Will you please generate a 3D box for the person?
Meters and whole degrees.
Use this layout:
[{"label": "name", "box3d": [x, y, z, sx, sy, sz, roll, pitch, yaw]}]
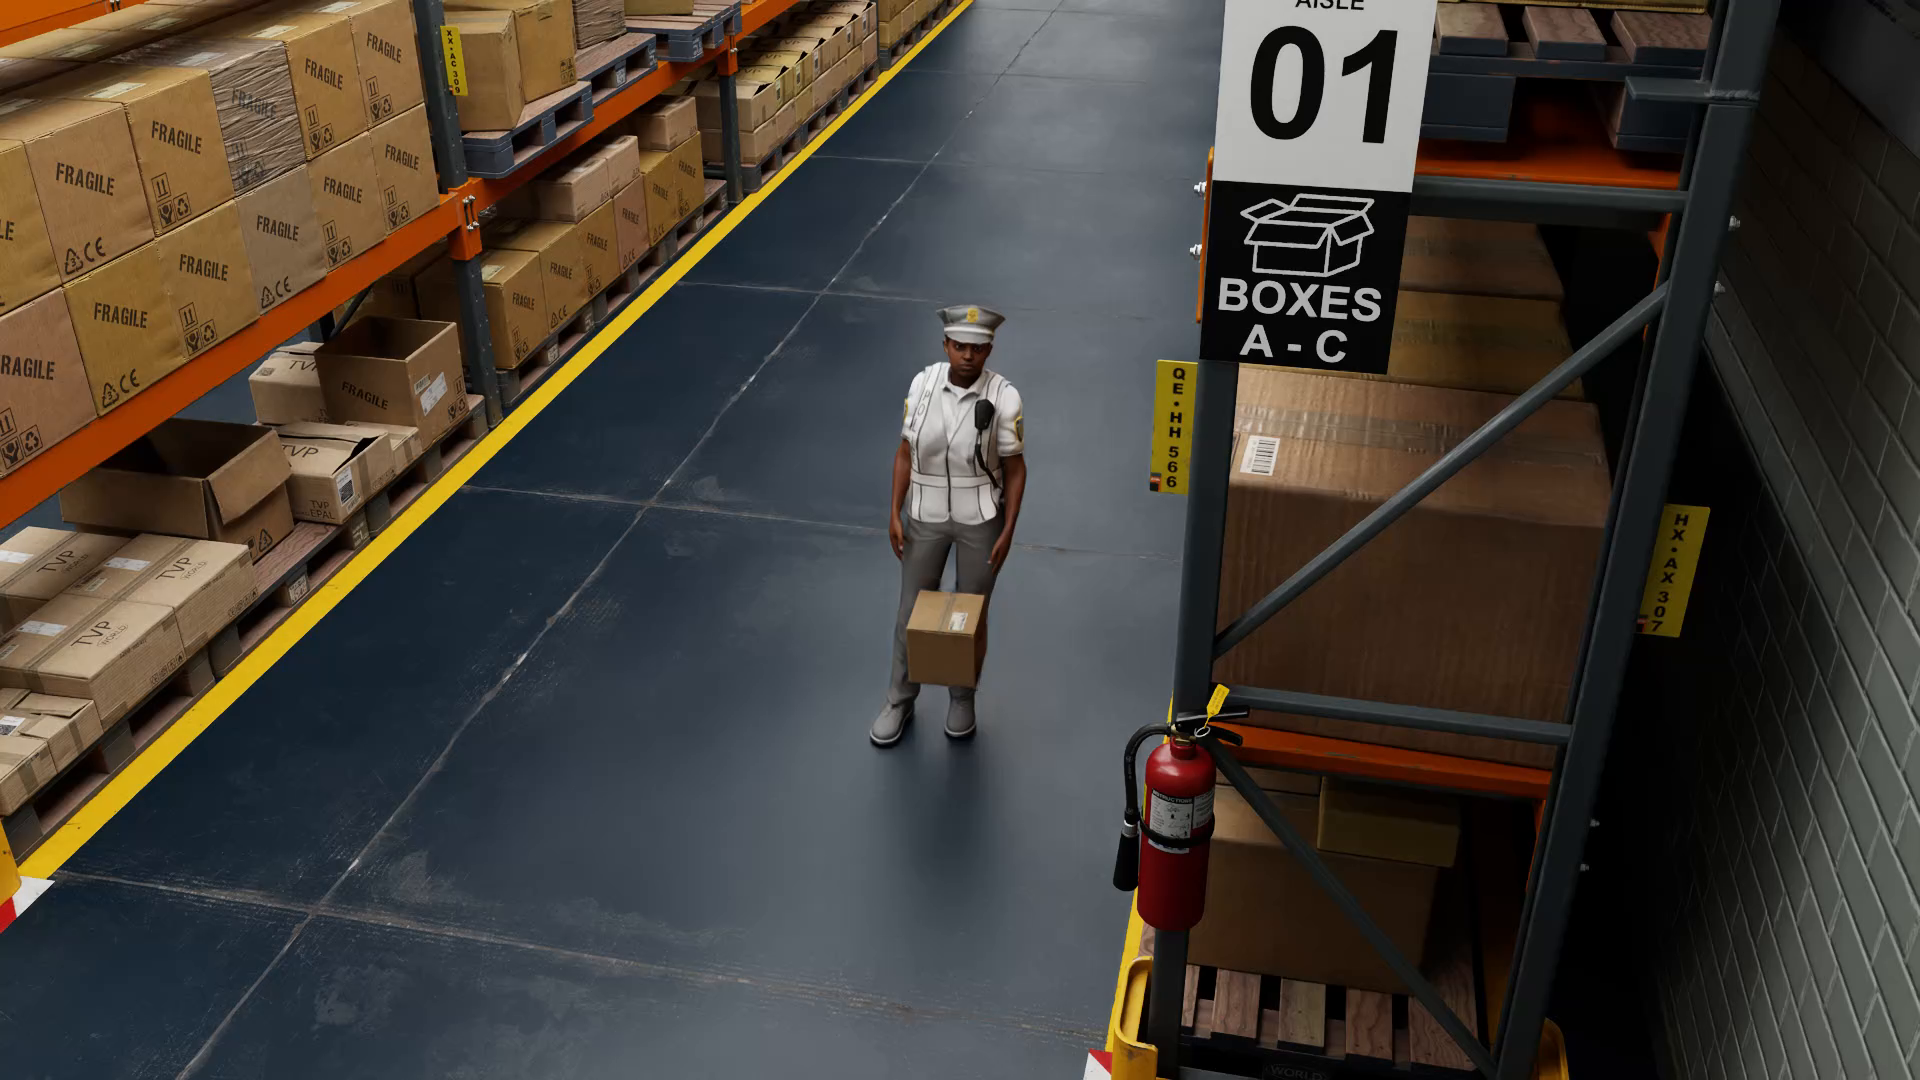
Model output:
[{"label": "person", "box3d": [-0.041, -0.046, 6.157, 0.568, 1.693, 0.529, 6, 29, 10]}]
